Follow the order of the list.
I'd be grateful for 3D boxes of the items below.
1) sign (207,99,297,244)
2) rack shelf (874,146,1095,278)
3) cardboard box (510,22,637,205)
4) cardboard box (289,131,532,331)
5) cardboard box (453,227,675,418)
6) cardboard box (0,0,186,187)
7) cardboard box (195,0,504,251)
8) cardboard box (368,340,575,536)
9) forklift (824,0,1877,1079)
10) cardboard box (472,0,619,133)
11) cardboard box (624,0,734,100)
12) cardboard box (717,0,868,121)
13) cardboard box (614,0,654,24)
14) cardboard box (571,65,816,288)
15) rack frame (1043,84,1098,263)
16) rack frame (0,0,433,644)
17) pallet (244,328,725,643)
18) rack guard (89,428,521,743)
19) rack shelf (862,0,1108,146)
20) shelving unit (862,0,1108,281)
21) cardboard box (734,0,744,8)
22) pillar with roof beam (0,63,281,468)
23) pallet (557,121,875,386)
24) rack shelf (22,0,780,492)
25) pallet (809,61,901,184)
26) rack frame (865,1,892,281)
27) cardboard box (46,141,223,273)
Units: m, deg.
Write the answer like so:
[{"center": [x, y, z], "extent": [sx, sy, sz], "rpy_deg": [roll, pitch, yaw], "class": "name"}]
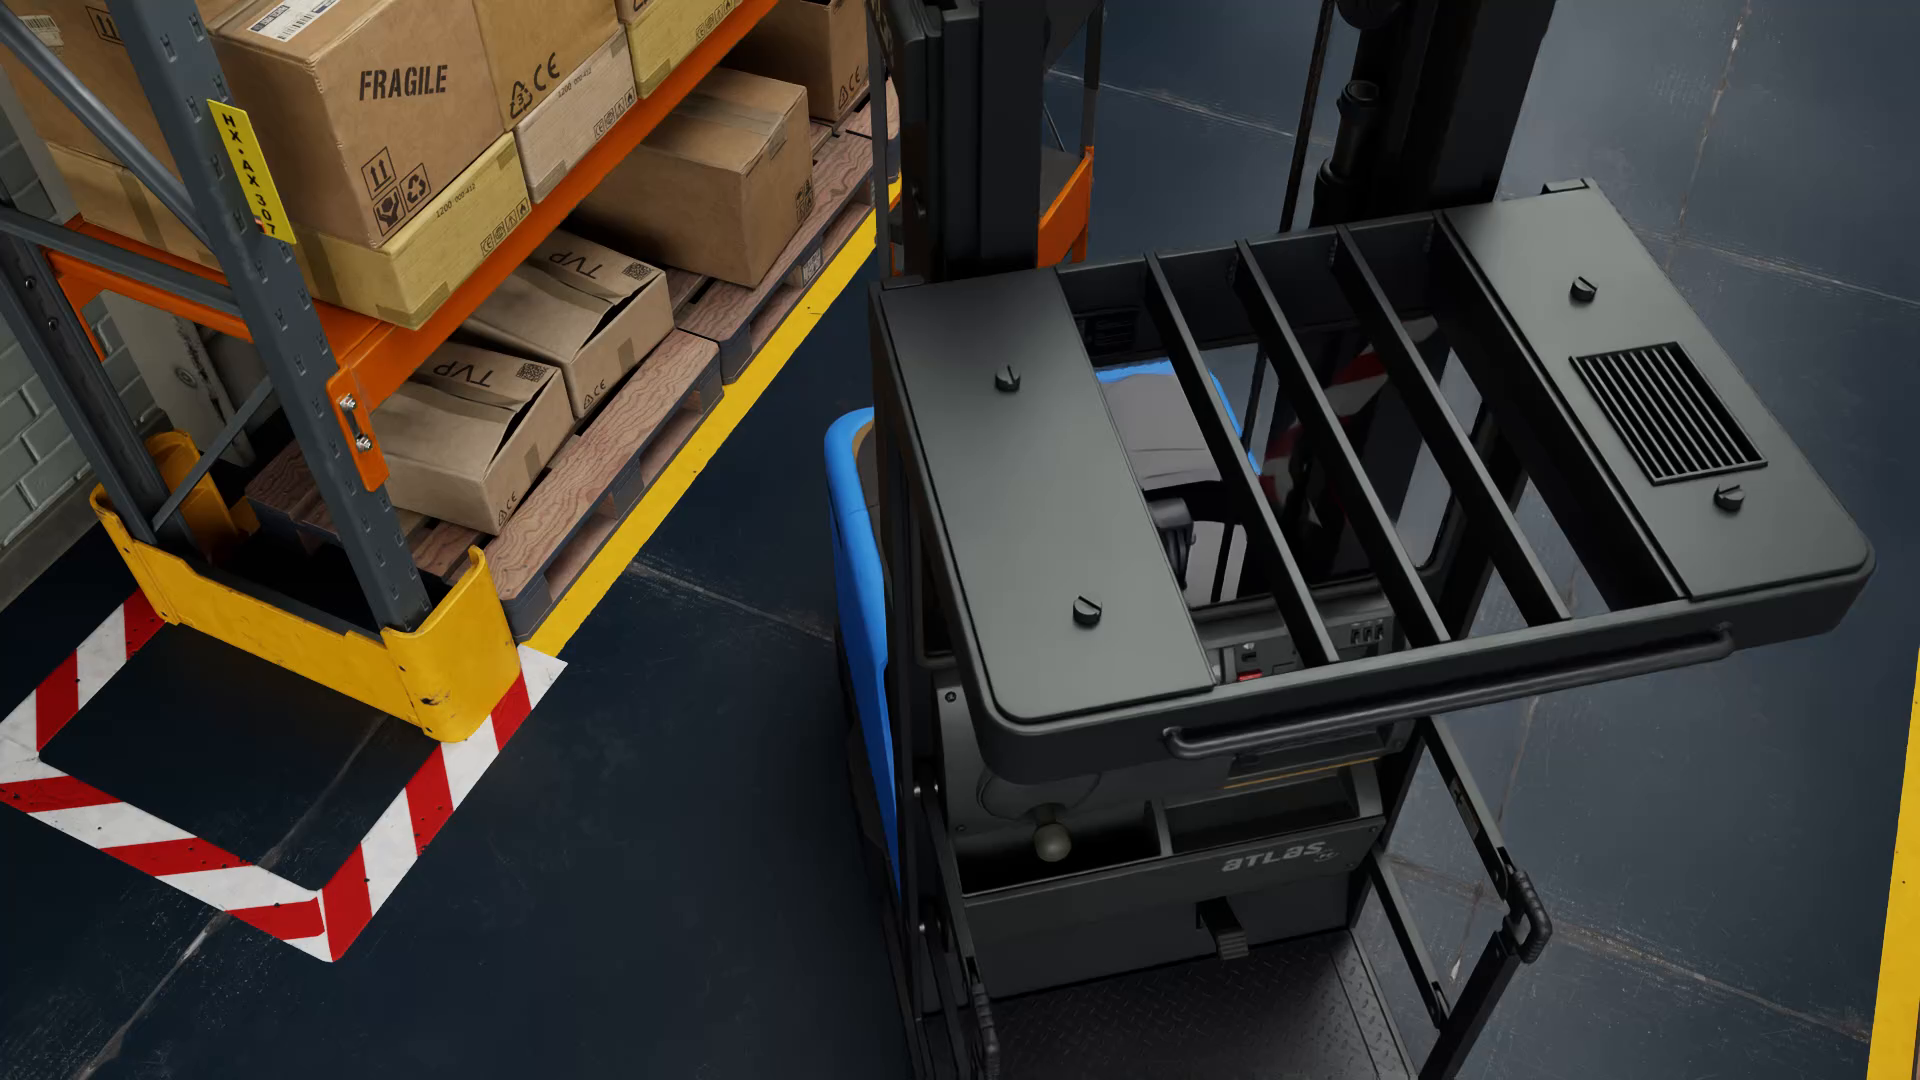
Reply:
[{"center": [-1.421, -0.735, 3.337], "extent": [0.100, 0.325, 0.005], "rpy_deg": [20, 52, 16], "class": "sign"}, {"center": [0.071, -0.786, 4.558], "extent": [0.431, 0.518, 0.480], "rpy_deg": [20, 52, 16], "class": "rack shelf"}, {"center": [-1.207, -1.183, 4.373], "extent": [0.500, 0.250, 0.500], "rpy_deg": [18, 52, 15], "class": "cardboard box"}, {"center": [-1.416, -0.821, 4.065], "extent": [0.500, 0.250, 0.500], "rpy_deg": [18, 52, 15], "class": "cardboard box"}, {"center": [-1.291, -0.742, 5.388], "extent": [0.500, 0.311, 0.500], "rpy_deg": [24, 54, 19], "class": "cardboard box"}, {"center": [-1.902, -1.225, 3.916], "extent": [0.500, 0.500, 0.500], "rpy_deg": [19, 52, 16], "class": "cardboard box"}, {"center": [-1.436, -1.062, 3.777], "extent": [0.500, 0.500, 0.500], "rpy_deg": [20, 52, 16], "class": "cardboard box"}, {"center": [-1.535, -0.349, 5.054], "extent": [0.500, 0.311, 0.500], "rpy_deg": [14, 51, 12], "class": "cardboard box"}, {"center": [0.467, 0.449, 2.943], "extent": [1.130, 2.935, 3.031], "rpy_deg": [-10, 50, -8], "class": "forklift"}, {"center": [-1.216, -1.400, 4.064], "extent": [0.500, 0.500, 0.500], "rpy_deg": [20, 52, 16], "class": "cardboard box"}, {"center": [-0.984, -1.532, 4.670], "extent": [0.500, 0.250, 0.500], "rpy_deg": [19, 52, 16], "class": "cardboard box"}, {"center": [-0.610, -1.990, 6.326], "extent": [0.500, 0.500, 0.500], "rpy_deg": [16, 52, 13], "class": "cardboard box"}, {"center": [-0.989, -1.753, 4.365], "extent": [0.500, 0.500, 0.500], "rpy_deg": [18, 52, 15], "class": "cardboard box"}, {"center": [-0.932, -1.292, 5.732], "extent": [0.700, 0.500, 0.500], "rpy_deg": [17, 52, 14], "class": "cardboard box"}, {"center": [0.175, -0.962, 4.690], "extent": [0.400, 2.100, 0.015], "rpy_deg": [20, 52, 16], "class": "rack frame"}, {"center": [-1.912, -0.631, 3.817], "extent": [1.000, 3.000, 0.127], "rpy_deg": [20, 52, 16], "class": "rack frame"}, {"center": [-1.500, -0.327, 5.390], "extent": [1.003, 0.211, 1.213], "rpy_deg": [20, 52, 16], "class": "pallet"}, {"center": [-1.879, 0.127, 4.814], "extent": [1.175, 0.500, 0.348], "rpy_deg": [20, 52, 16], "class": "rack guard"}, {"center": [0.071, -1.239, 4.025], "extent": [0.431, 0.518, 0.480], "rpy_deg": [20, 52, 16], "class": "rack shelf"}, {"center": [0.071, -0.794, 4.547], "extent": [0.431, 2.100, 0.503], "rpy_deg": [20, 52, 16], "class": "shelving unit"}, {"center": [-0.766, -1.880, 4.965], "extent": [0.500, 0.250, 0.500], "rpy_deg": [20, 53, 16], "class": "cardboard box"}, {"center": [1.498, -1.937, 0.990], "extent": [9.100, 9.000, 0.400], "rpy_deg": [20, 52, 16], "class": "pillar with roof beam"}, {"center": [-0.978, -1.164, 6.102], "extent": [1.003, 0.211, 1.213], "rpy_deg": [20, 52, 16], "class": "pallet"}, {"center": [-1.057, -1.775, 5.263], "extent": [1.077, 0.370, 4.000], "rpy_deg": [20, 52, 16], "class": "rack shelf"}, {"center": [-0.458, -2.007, 6.819], "extent": [1.003, 0.211, 1.213], "rpy_deg": [20, 52, 16], "class": "pallet"}, {"center": [-0.034, -0.626, 4.404], "extent": [0.400, 2.100, 0.015], "rpy_deg": [20, 52, 16], "class": "rack frame"}, {"center": [-1.887, -0.973, 4.194], "extent": [0.500, 0.250, 0.500], "rpy_deg": [20, 53, 17], "class": "cardboard box"}]
